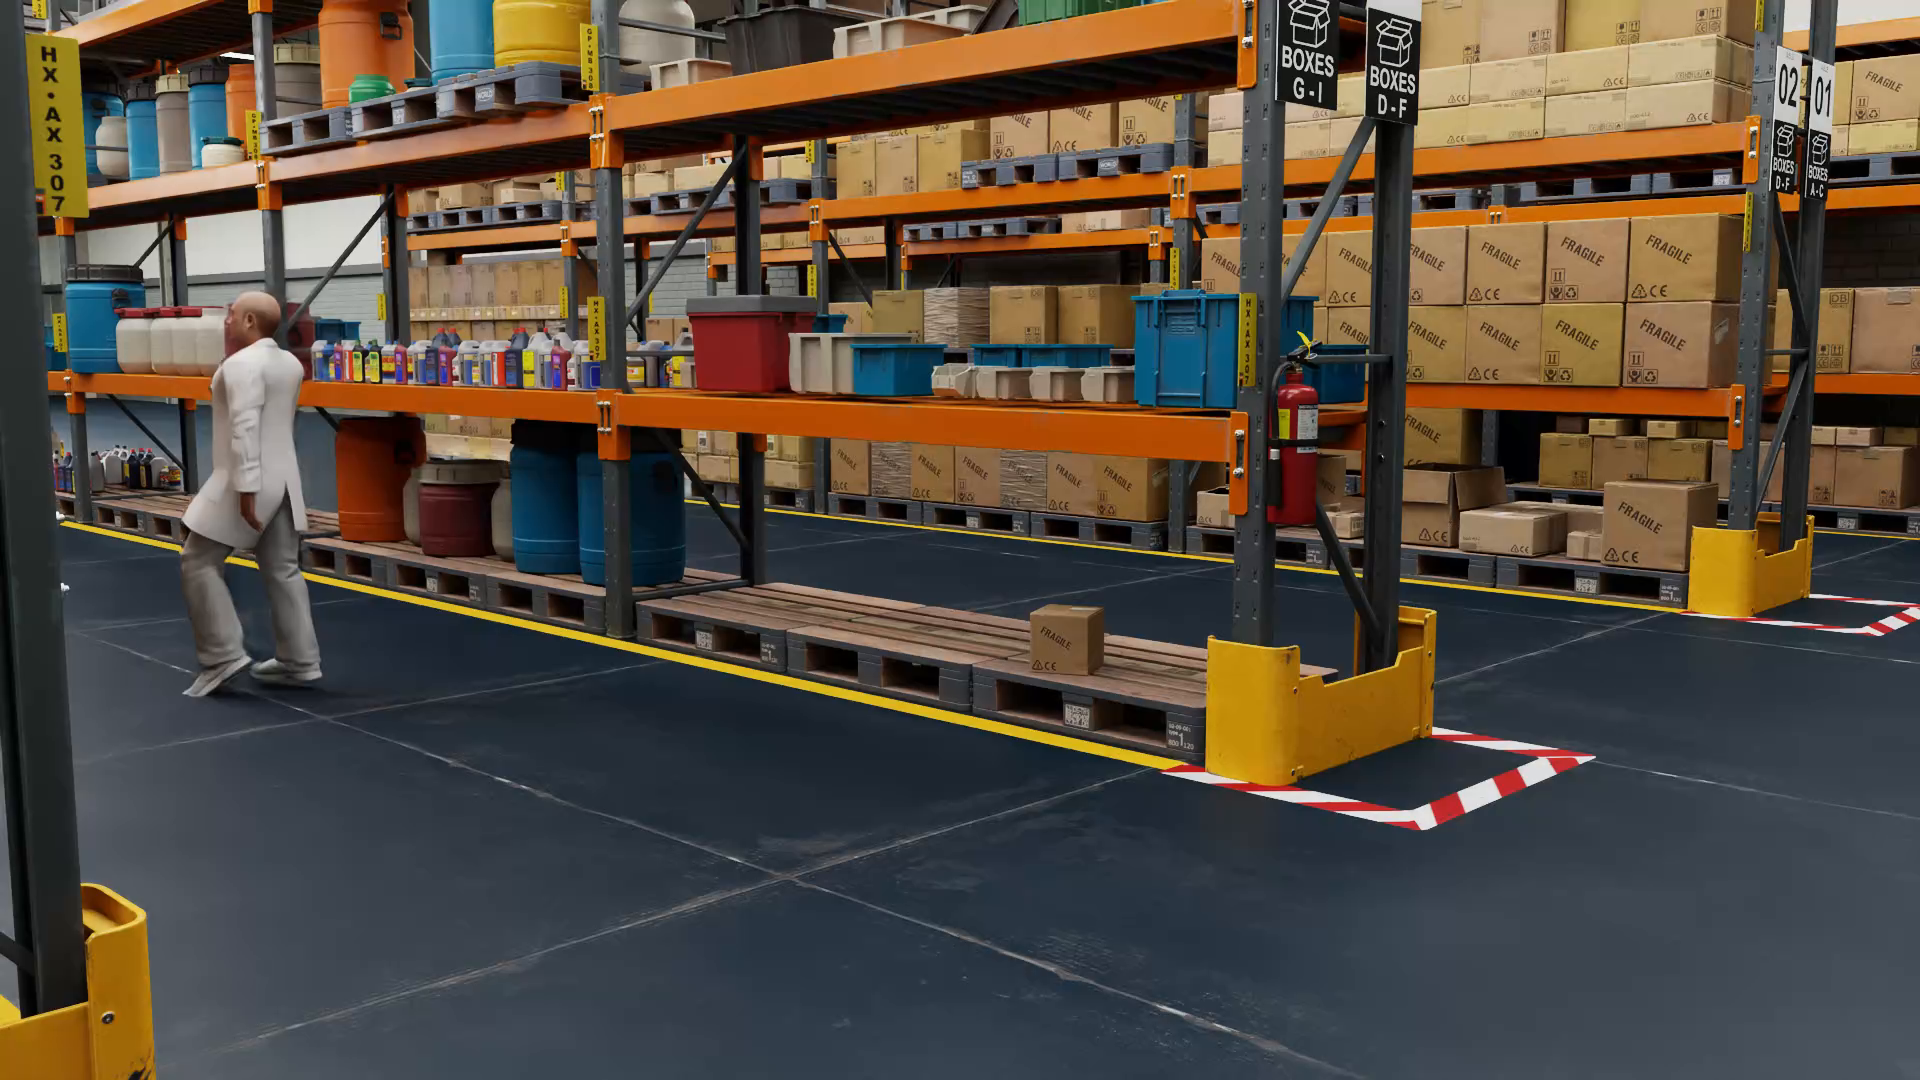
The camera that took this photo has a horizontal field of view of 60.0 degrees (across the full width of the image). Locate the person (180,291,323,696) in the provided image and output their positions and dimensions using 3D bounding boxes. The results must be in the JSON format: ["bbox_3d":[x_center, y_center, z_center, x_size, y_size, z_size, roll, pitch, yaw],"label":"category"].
[{"bbox_3d":[-3.193,-0.191,7.510,0.576,1.848,0.572,1,7,12],"label":"person"}]
